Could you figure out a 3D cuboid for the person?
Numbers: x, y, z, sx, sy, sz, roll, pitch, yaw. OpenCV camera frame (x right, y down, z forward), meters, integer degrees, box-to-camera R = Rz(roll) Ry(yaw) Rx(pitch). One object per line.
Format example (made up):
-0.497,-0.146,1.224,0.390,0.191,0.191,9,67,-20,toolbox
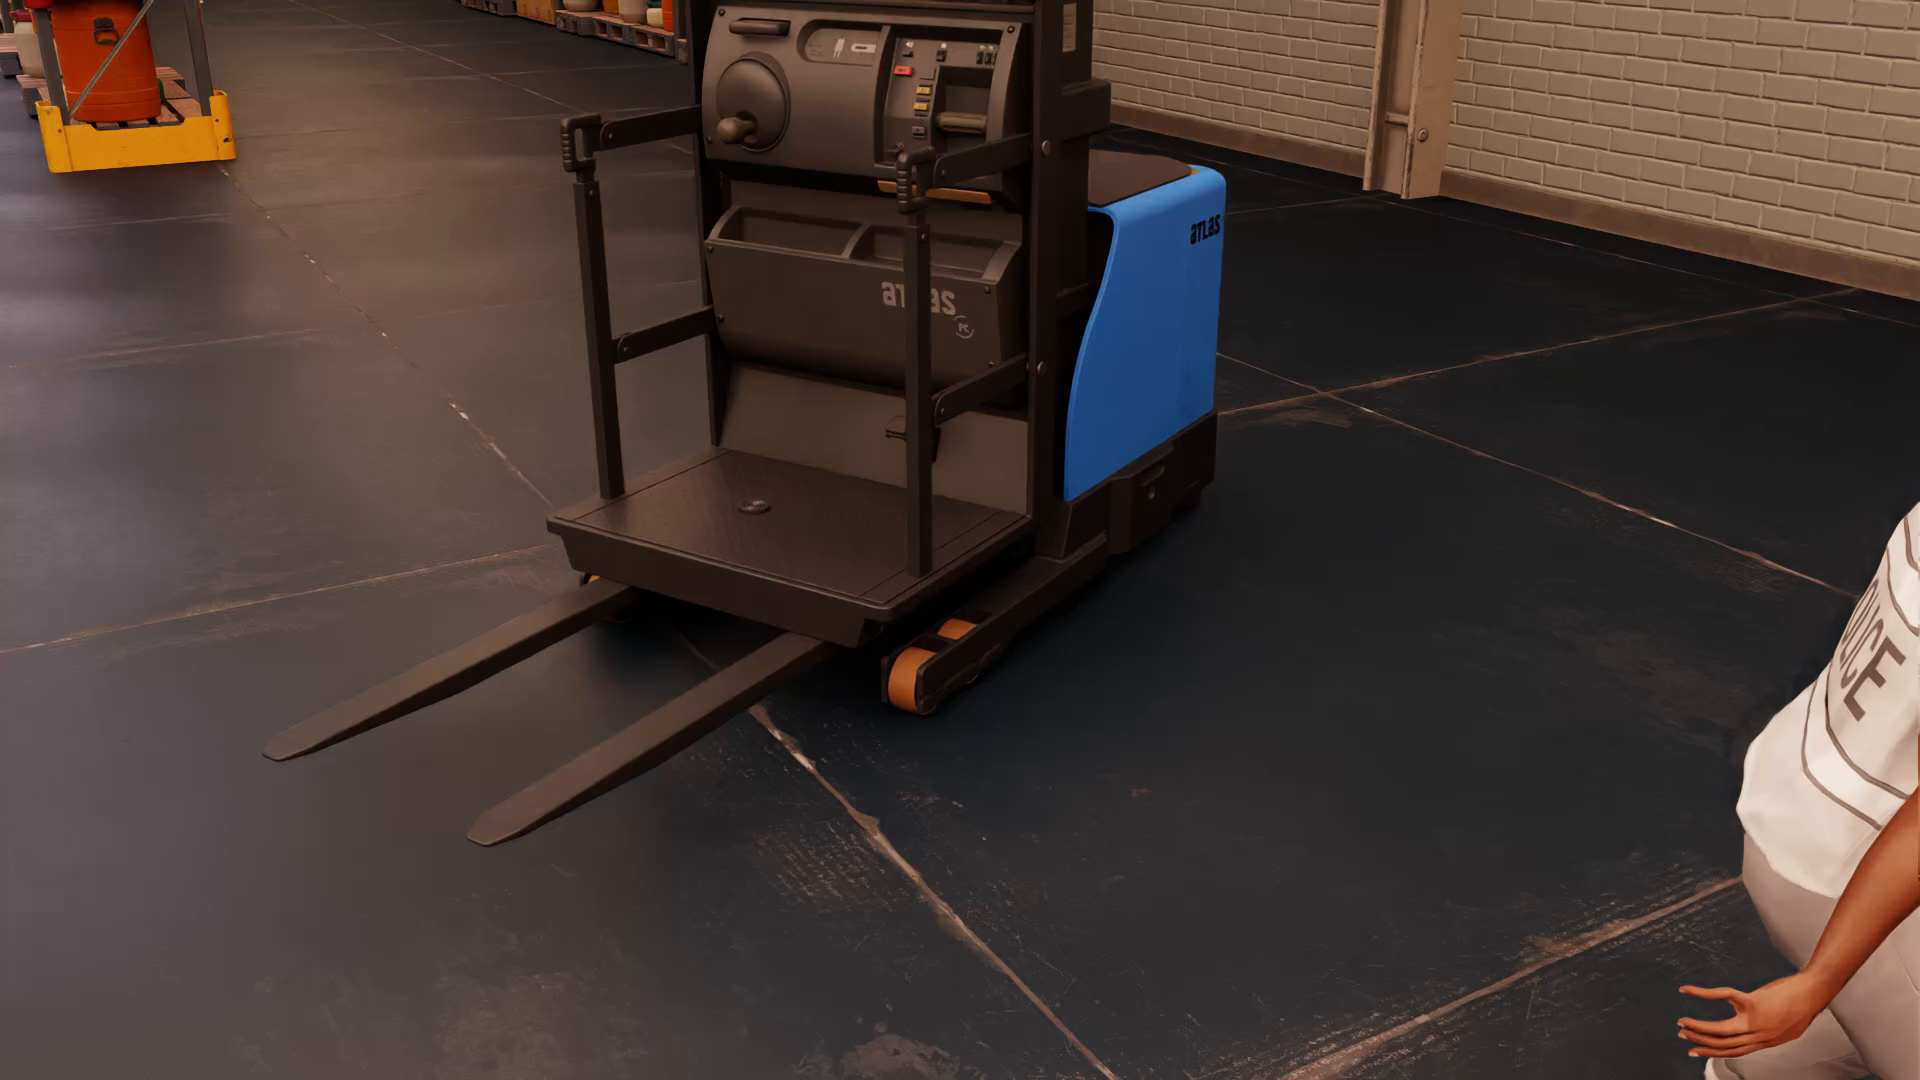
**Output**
1.260,0.470,2.140,0.540,1.587,0.956,12,25,26,person

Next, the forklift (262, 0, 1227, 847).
-0.376,-1.127,4.020,1.130,2.935,3.031,13,26,29,forklift
